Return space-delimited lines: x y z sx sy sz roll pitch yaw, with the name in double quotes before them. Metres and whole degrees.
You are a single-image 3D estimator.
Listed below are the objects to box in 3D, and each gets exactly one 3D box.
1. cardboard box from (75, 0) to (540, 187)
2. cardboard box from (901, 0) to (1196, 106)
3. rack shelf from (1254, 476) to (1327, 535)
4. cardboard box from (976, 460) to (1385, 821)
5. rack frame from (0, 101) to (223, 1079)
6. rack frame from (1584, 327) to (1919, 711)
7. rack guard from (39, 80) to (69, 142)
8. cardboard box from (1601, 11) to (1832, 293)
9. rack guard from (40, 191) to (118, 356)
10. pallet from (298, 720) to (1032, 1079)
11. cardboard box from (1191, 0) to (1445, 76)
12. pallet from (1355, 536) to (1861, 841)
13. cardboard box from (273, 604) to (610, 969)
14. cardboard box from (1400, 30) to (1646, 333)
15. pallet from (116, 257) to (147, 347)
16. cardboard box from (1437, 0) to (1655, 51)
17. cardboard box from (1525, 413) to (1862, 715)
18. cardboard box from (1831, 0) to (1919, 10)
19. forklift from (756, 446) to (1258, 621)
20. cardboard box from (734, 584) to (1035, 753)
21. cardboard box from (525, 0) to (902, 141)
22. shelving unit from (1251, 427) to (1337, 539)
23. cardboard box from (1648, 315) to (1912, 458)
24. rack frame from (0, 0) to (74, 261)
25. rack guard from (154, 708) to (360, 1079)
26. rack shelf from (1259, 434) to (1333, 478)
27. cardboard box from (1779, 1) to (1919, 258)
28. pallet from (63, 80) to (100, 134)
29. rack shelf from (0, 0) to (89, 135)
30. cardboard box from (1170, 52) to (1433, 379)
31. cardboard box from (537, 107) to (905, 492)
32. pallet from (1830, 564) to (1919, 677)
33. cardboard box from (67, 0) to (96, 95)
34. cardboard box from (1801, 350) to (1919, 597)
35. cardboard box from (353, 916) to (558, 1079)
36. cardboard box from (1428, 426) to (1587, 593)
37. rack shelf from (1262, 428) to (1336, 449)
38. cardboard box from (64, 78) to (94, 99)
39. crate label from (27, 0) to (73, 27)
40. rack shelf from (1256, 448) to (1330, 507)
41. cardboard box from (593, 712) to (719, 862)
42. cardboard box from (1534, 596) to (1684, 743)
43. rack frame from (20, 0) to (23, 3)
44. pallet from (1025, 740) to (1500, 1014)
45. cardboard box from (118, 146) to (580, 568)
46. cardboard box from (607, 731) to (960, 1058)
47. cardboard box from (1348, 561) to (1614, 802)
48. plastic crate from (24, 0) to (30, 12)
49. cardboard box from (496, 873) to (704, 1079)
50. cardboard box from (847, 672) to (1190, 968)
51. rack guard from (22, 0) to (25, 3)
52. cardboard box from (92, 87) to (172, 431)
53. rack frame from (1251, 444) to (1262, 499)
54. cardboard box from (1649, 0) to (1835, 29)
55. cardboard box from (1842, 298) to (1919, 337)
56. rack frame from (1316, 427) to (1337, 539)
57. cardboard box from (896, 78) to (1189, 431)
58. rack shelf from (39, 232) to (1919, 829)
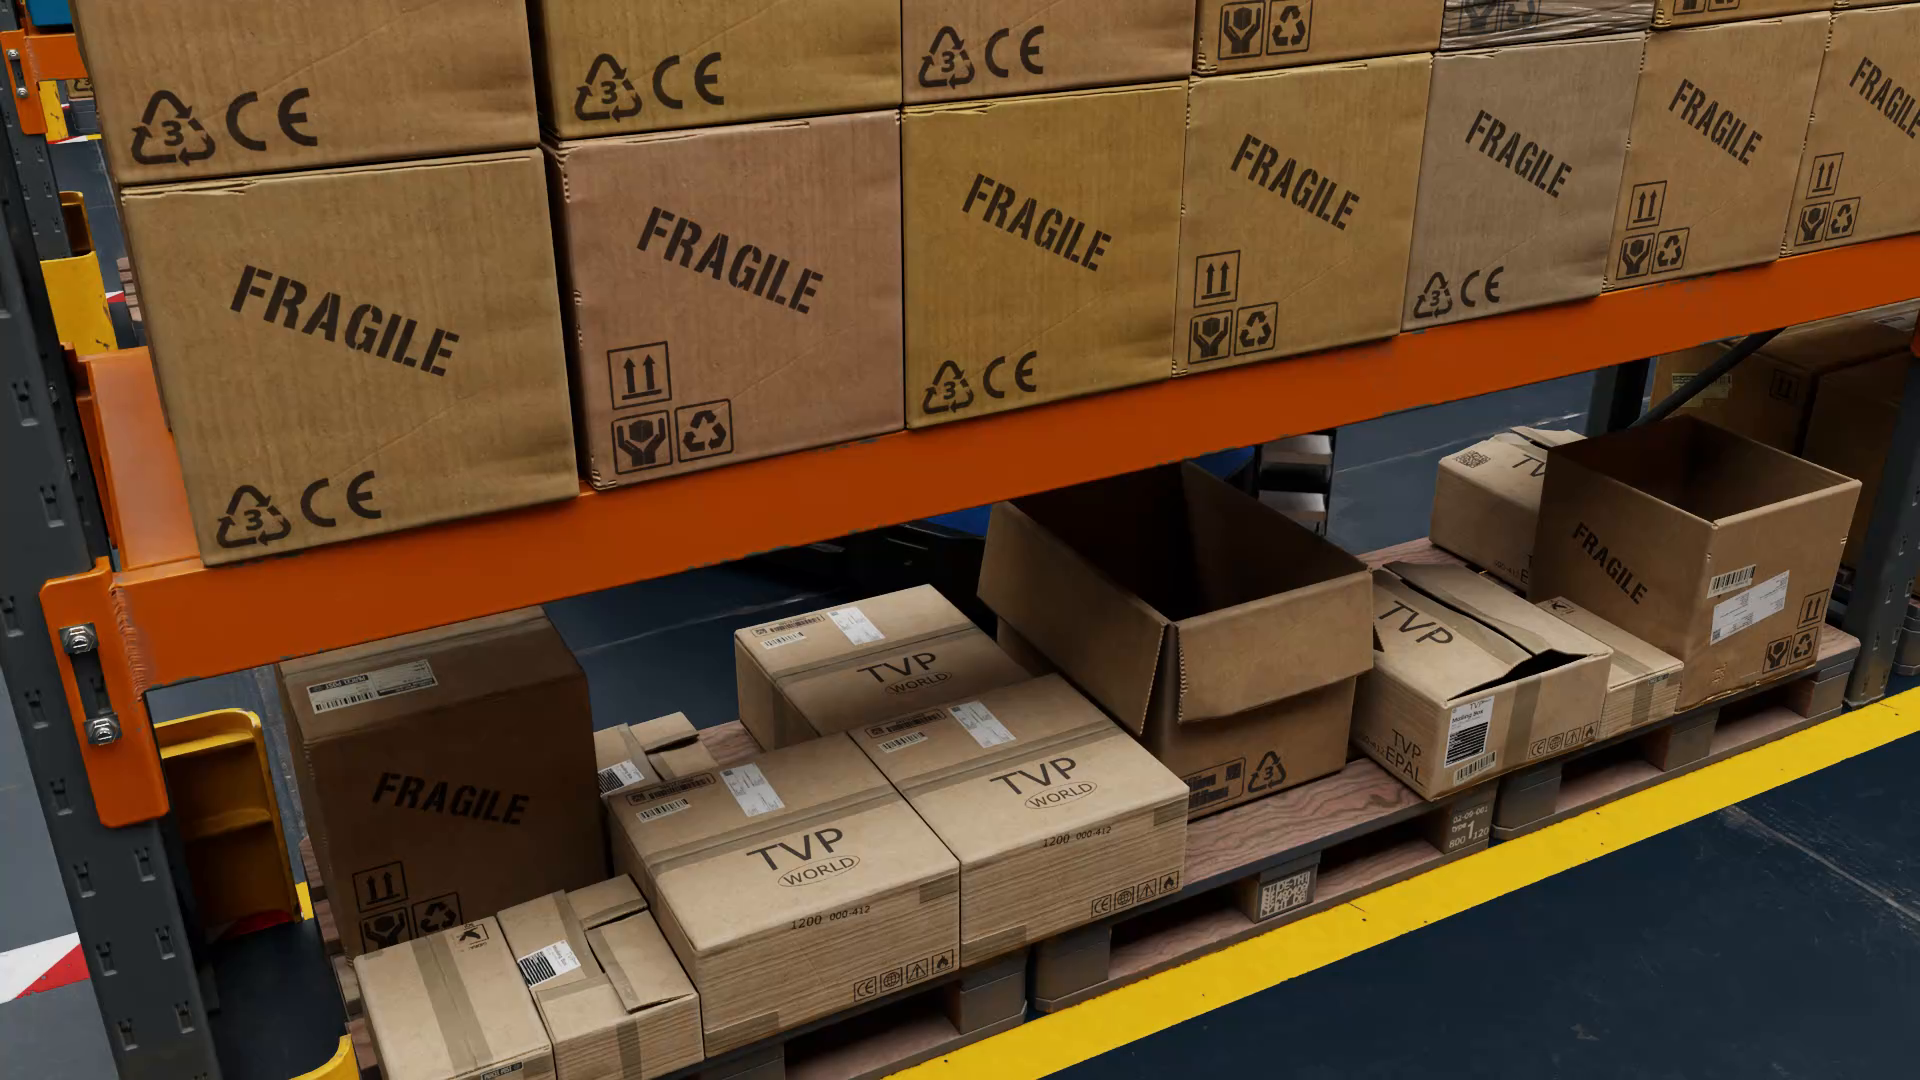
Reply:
"cardboard box" -0.874 -0.781 2.141 0.500 0.500 0.500 -12 28 -24
"cardboard box" 0.027 -0.991 2.577 0.500 0.500 0.500 -13 28 -24
"rack shelf" 0.974 -0.108 4.927 0.200 0.077 0.258 3 26 7
"cardboard box" 0.484 0.201 3.741 0.637 0.503 0.797 -13 29 -25
"rack frame" -1.390 -0.296 2.401 0.127 3.000 1.000 -13 29 -25
"rack frame" 2.140 -1.111 4.097 0.127 3.000 1.000 -13 29 -25
"rack guard" -6.069 -2.948 10.813 0.348 0.500 1.175 -13 29 -25
"cardboard box" 1.365 -0.850 3.440 0.500 0.500 0.500 -12 28 -24
"rack guard" -3.733 -1.052 6.863 0.348 0.500 1.175 -13 29 -25
"pallet" -0.620 0.783 3.375 1.213 0.211 1.003 -13 29 -25
"cardboard box" 0.475 -1.095 2.793 0.500 0.500 0.500 -13 29 -26
"pallet" 1.533 0.286 4.410 1.213 0.211 1.003 -13 29 -25
"cardboard box" -1.026 0.428 3.273 0.500 0.500 0.500 -13 29 -25
"cardboard box" 0.913 -0.745 3.220 0.500 0.500 0.500 -12 28 -24
"pallet" -2.972 -1.084 7.265 1.213 0.211 1.003 -13 29 -25
"cardboard box" 0.920 -1.197 3.006 0.500 0.500 0.500 -13 28 -25
"cardboard box" 1.770 0.042 4.076 0.500 0.500 0.500 -13 29 -25
"cardboard box" 1.815 -1.404 3.439 0.500 0.500 0.500 -13 28 -25
"forklift" -0.605 -1.485 4.957 3.031 2.935 1.130 15 29 28
"cardboard box" -0.174 0.359 3.706 0.500 0.250 0.500 -13 29 -25
"cardboard box" -0.417 -0.891 2.369 0.500 0.500 0.500 -13 28 -25
"shelving unit" 0.974 -0.300 4.835 0.210 0.900 0.258 3 26 7
"cardboard box" 2.440 -0.392 4.980 0.500 0.500 0.500 -13 29 -25
"rack frame" -3.718 -2.188 6.342 0.127 3.000 1.000 -13 29 -25
"rack guard" -1.323 0.816 2.974 0.348 0.500 1.175 -13 29 -25
"rack shelf" 0.974 -0.270 4.849 0.200 0.077 0.258 3 26 7
"cardboard box" 1.819 -0.956 3.660 0.500 0.500 0.500 -12 28 -24
"pallet" -5.379 -3.016 11.287 1.213 0.211 1.003 -13 29 -25
"rack shelf" -1.953 -2.271 7.346 4.000 0.370 1.077 -13 29 -25
"cardboard box" 0.464 -0.640 3.002 0.500 0.500 0.500 -13 28 -24
"cardboard box" -0.422 -0.438 2.580 0.500 0.500 0.500 -13 29 -26
"pallet" 2.839 -0.033 5.076 1.213 0.211 1.003 -13 29 -25
"cardboard box" -1.127 -0.987 2.570 0.500 0.500 0.500 -13 29 -26
"cardboard box" 2.681 -0.187 4.555 0.500 0.500 0.500 -14 29 -27
"cardboard box" -0.859 0.837 2.827 0.250 0.149 0.380 -13 29 -25
"cardboard box" 1.667 -0.094 4.578 0.500 0.311 0.500 -13 29 -25
"rack shelf" 0.974 -0.351 4.810 0.200 0.077 0.258 3 26 7
"cardboard box" -5.521 -3.472 10.986 0.875 0.875 0.875 -13 29 -25
"crate label" -3.345 -2.064 6.208 0.303 0.233 0.416 -13 29 -25
"rack shelf" 0.974 -0.189 4.888 0.200 0.077 0.258 3 26 7
"cardboard box" -0.626 0.530 3.445 0.250 0.166 0.380 -13 29 -25
"cardboard box" 1.468 0.300 3.945 0.250 0.149 0.380 -13 29 -25
"rack frame" -6.048 -4.080 10.282 0.127 3.000 1.000 -13 29 -25
"pallet" 0.455 0.536 3.889 1.213 0.211 1.003 -13 29 -25
"cardboard box" -0.874 -0.331 2.357 0.500 0.500 0.500 -12 28 -24
"cardboard box" -0.336 0.641 3.118 0.500 0.250 0.500 -13 29 -25
"cardboard box" 1.108 0.280 3.799 0.500 0.311 0.500 -13 29 -25
"plastic crate" -3.510 -2.371 6.612 0.499 0.435 0.616 -13 29 -25
"cardboard box" -0.638 0.778 2.929 0.250 0.166 0.380 -13 29 -25
"cardboard box" 0.106 0.539 3.330 0.500 0.250 0.500 -13 29 -25
"rack guard" -8.226 -4.883 14.843 0.348 0.500 1.175 -13 29 -25
"cardboard box" -1.123 -0.536 2.785 0.500 0.500 0.500 -12 28 -24
"rack frame" 0.873 -0.306 4.847 0.006 0.900 0.240 3 26 7
"cardboard box" 1.364 -1.299 3.219 0.500 0.500 0.500 -14 29 -26
"cardboard box" 2.880 -0.489 5.183 0.500 0.500 0.500 -13 29 -25
"rack frame" 1.075 -0.294 4.822 0.006 0.900 0.240 3 26 7
"cardboard box" 0.023 -0.539 2.791 0.500 0.500 0.500 -13 29 -25
"rack shelf" 0.375 -0.379 3.405 4.000 0.370 1.077 -13 29 -25
